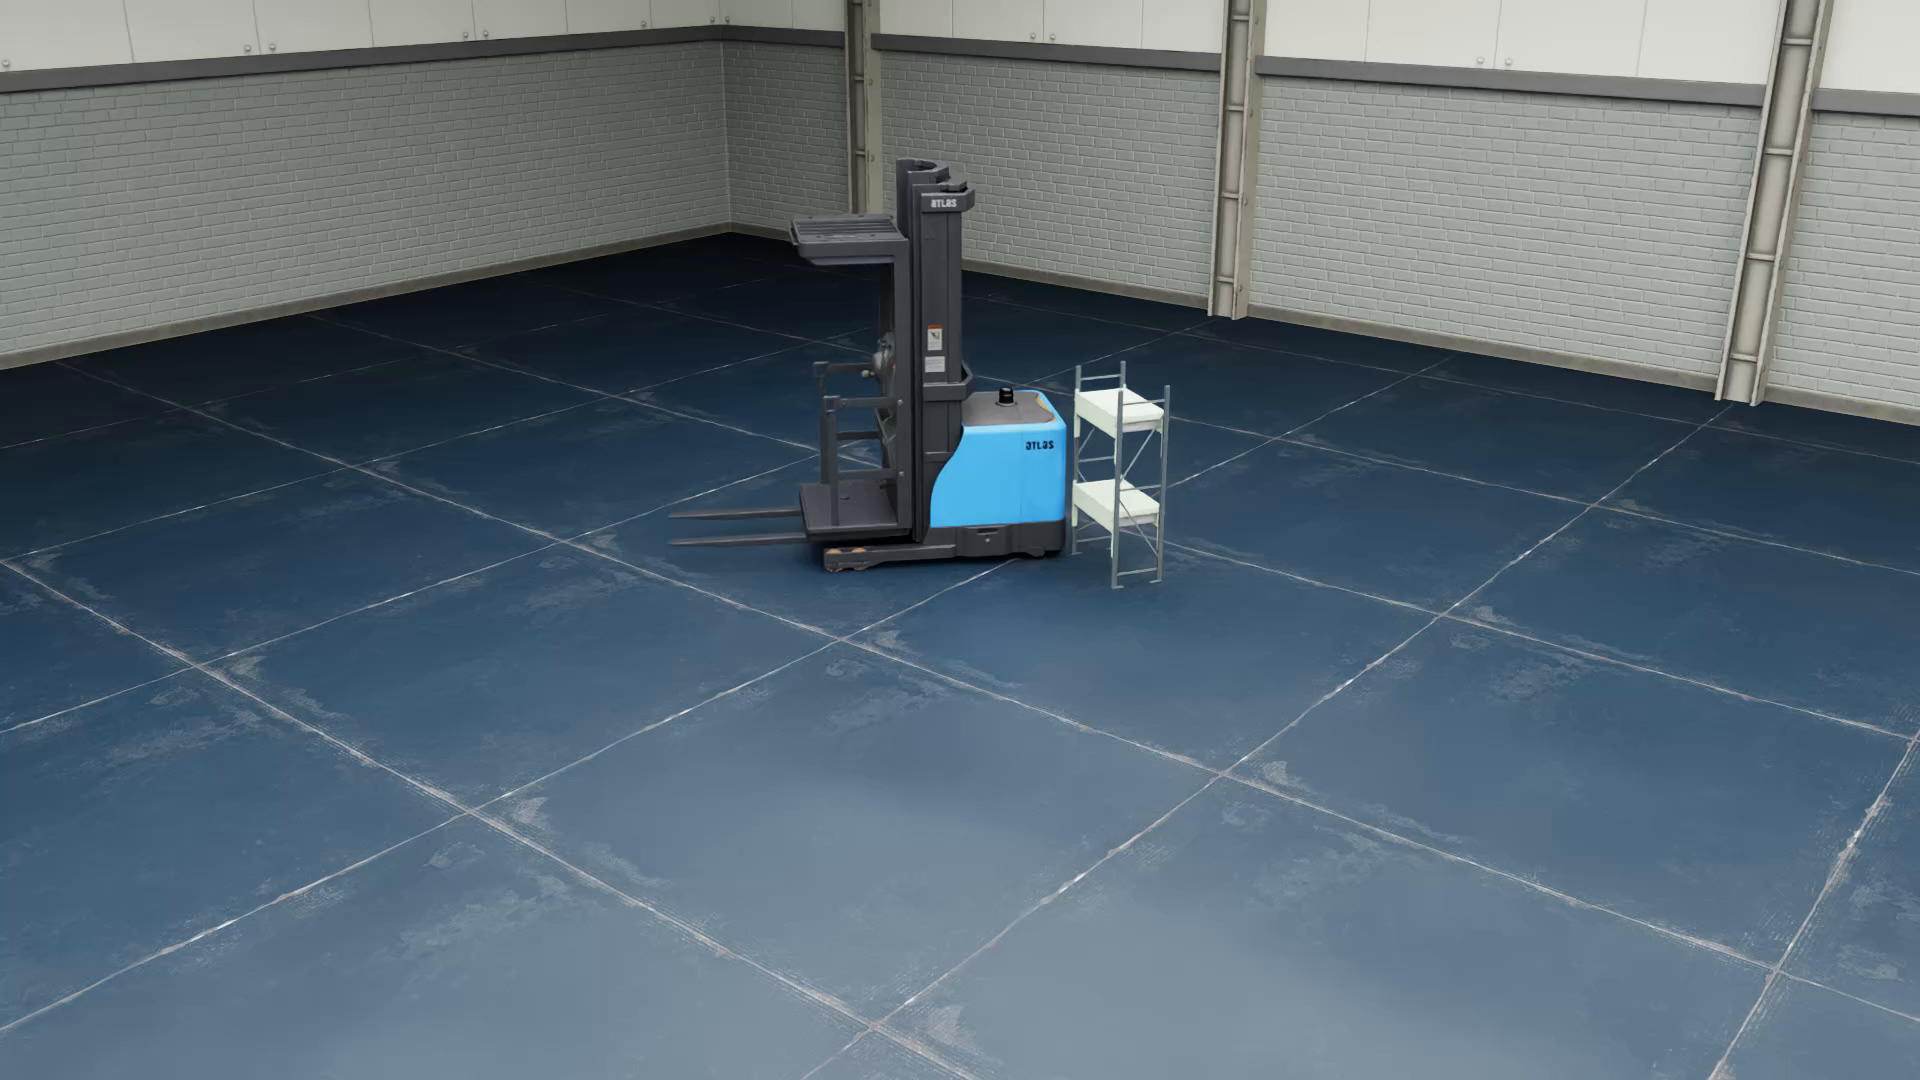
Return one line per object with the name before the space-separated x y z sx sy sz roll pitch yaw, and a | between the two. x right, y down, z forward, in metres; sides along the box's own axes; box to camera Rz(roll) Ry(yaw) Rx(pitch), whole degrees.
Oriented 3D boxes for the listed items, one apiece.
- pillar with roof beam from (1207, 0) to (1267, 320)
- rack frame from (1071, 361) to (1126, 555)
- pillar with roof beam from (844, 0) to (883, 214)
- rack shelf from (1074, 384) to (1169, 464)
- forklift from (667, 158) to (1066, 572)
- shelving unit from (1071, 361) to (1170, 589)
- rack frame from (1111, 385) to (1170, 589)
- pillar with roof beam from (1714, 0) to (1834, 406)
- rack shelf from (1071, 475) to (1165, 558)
pillar with roof beam | 0.579 -5.805 15.807 0.400 9.000 9.100 16 26 36
rack frame | 1.051 -0.614 12.671 0.400 1.500 0.023 -7 22 -19
pillar with roof beam | -4.069 -7.143 19.357 0.400 9.000 9.100 16 26 36
rack shelf | 1.177 -0.858 12.212 0.431 0.370 0.720 -7 22 -19
forklift | -0.748 -1.330 12.542 3.031 2.935 1.130 -3 21 -8
shelving unit | 1.177 -0.493 12.349 0.431 1.500 0.755 -7 22 -19
rack frame | 1.303 -0.372 12.028 0.400 1.500 0.023 -7 22 -19
pillar with roof beam | 5.227 -4.466 12.257 0.400 9.000 9.100 16 26 36
rack shelf | 1.177 -0.188 12.464 0.431 0.370 0.720 -7 22 -19
